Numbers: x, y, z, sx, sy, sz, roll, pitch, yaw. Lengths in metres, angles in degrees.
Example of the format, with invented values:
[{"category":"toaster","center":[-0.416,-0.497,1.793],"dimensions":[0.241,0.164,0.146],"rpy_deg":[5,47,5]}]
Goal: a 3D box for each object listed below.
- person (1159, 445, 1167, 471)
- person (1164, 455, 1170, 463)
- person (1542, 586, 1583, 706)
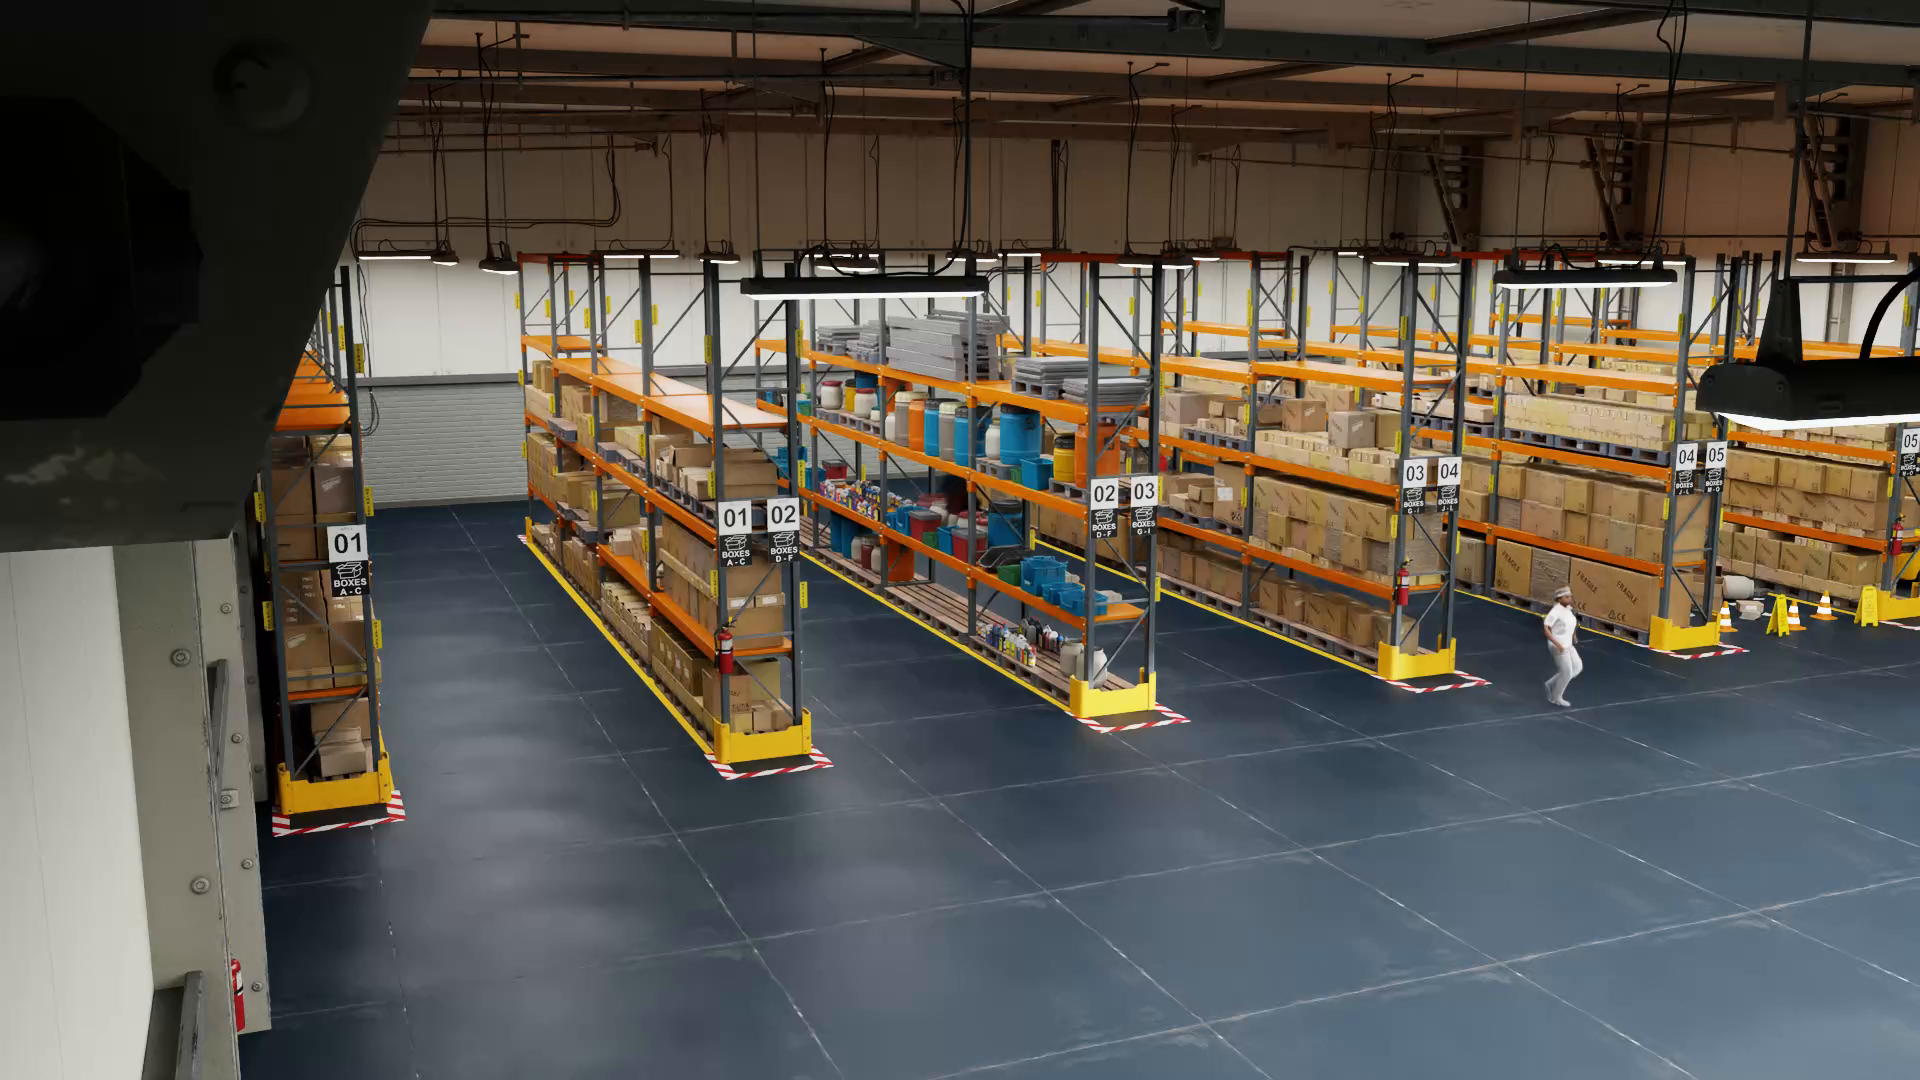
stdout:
[{"category":"person","center":[4.491,-1.270,37.274],"dimensions":[0.648,1.708,0.621],"rpy_deg":[-5,11,-25]},{"category":"person","center":[5.090,-2.068,41.687],"dimensions":[0.827,1.731,0.706],"rpy_deg":[-1,10,-3]},{"category":"person","center":[8.218,1.445,22.634],"dimensions":[0.470,1.681,0.688],"rpy_deg":[7,12,32]}]
